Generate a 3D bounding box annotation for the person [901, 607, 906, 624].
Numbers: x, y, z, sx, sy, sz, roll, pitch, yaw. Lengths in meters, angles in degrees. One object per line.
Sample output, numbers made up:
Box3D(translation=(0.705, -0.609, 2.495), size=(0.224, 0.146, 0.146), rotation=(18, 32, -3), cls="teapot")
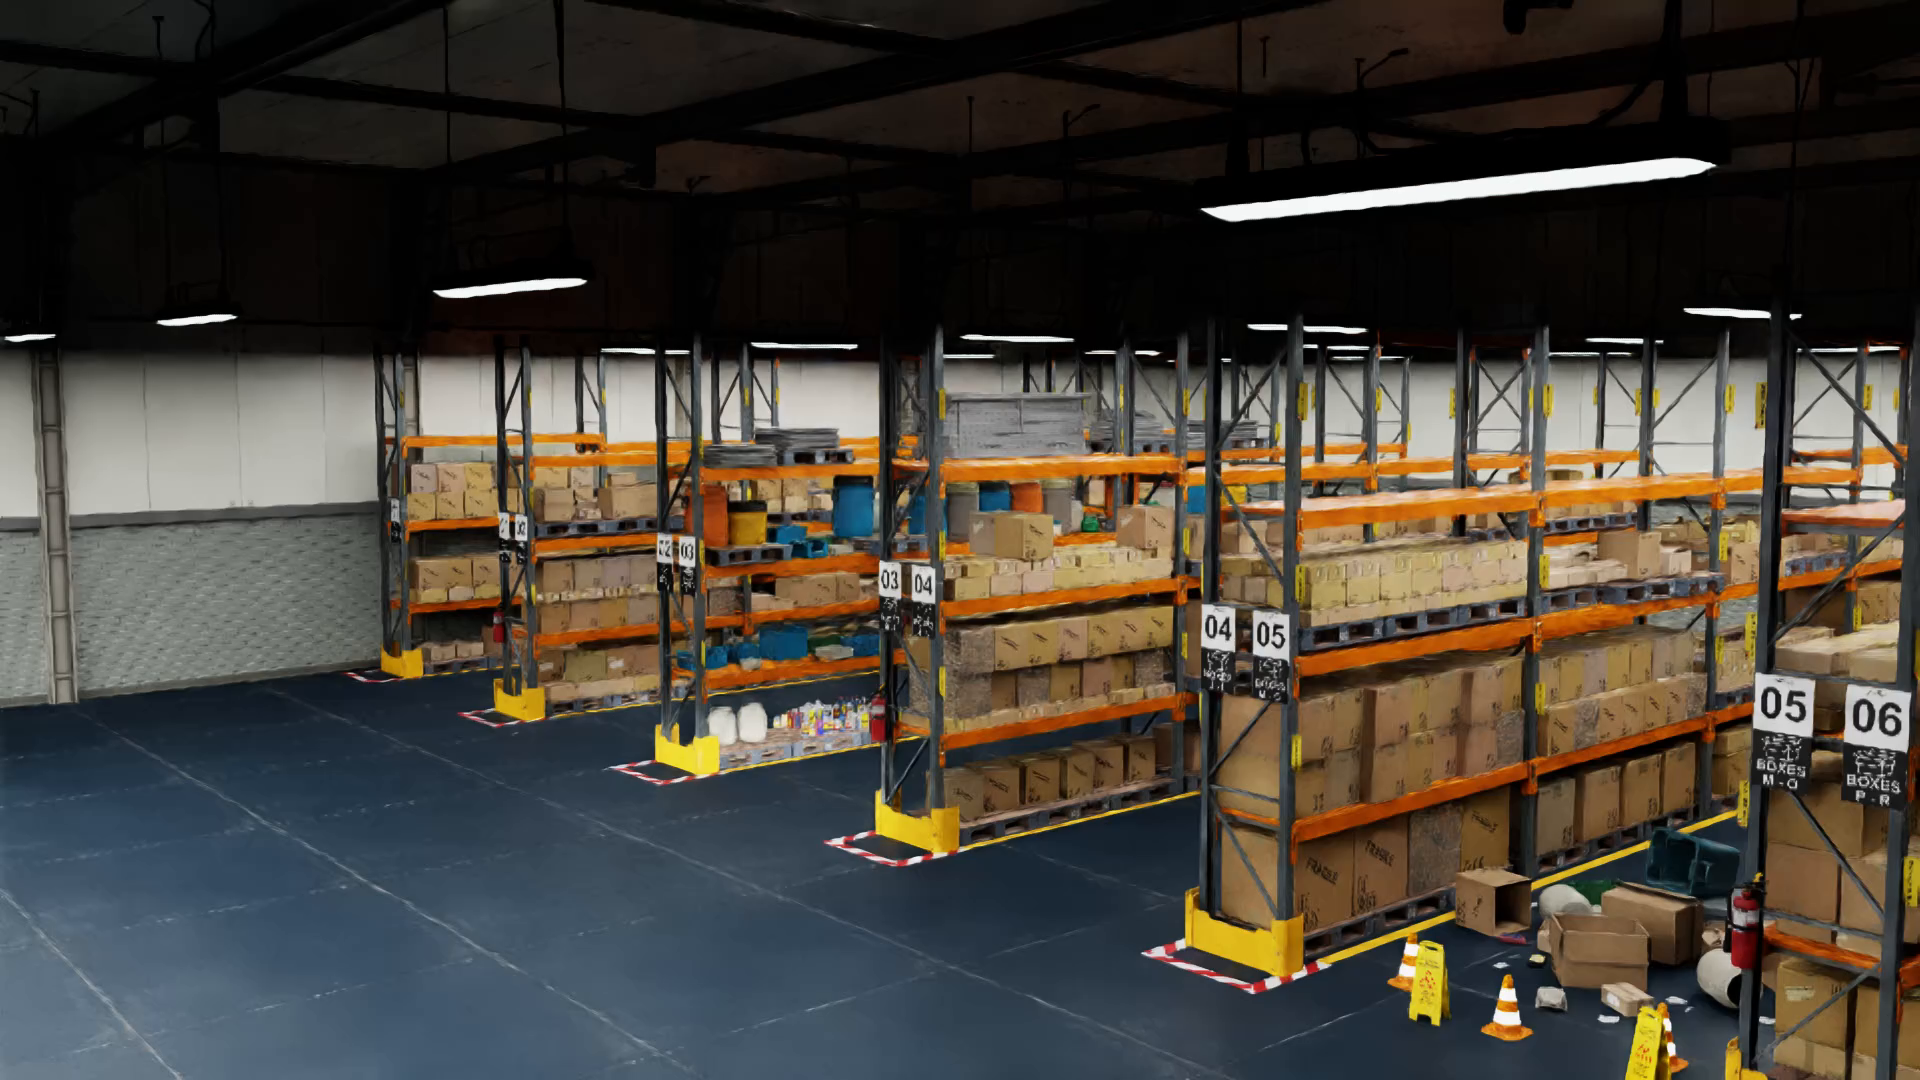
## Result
Box3D(translation=(-1.447, 1.061, 35.640), size=(1.113, 1.686, 0.582), rotation=(-5, 7, -43), cls="person")
